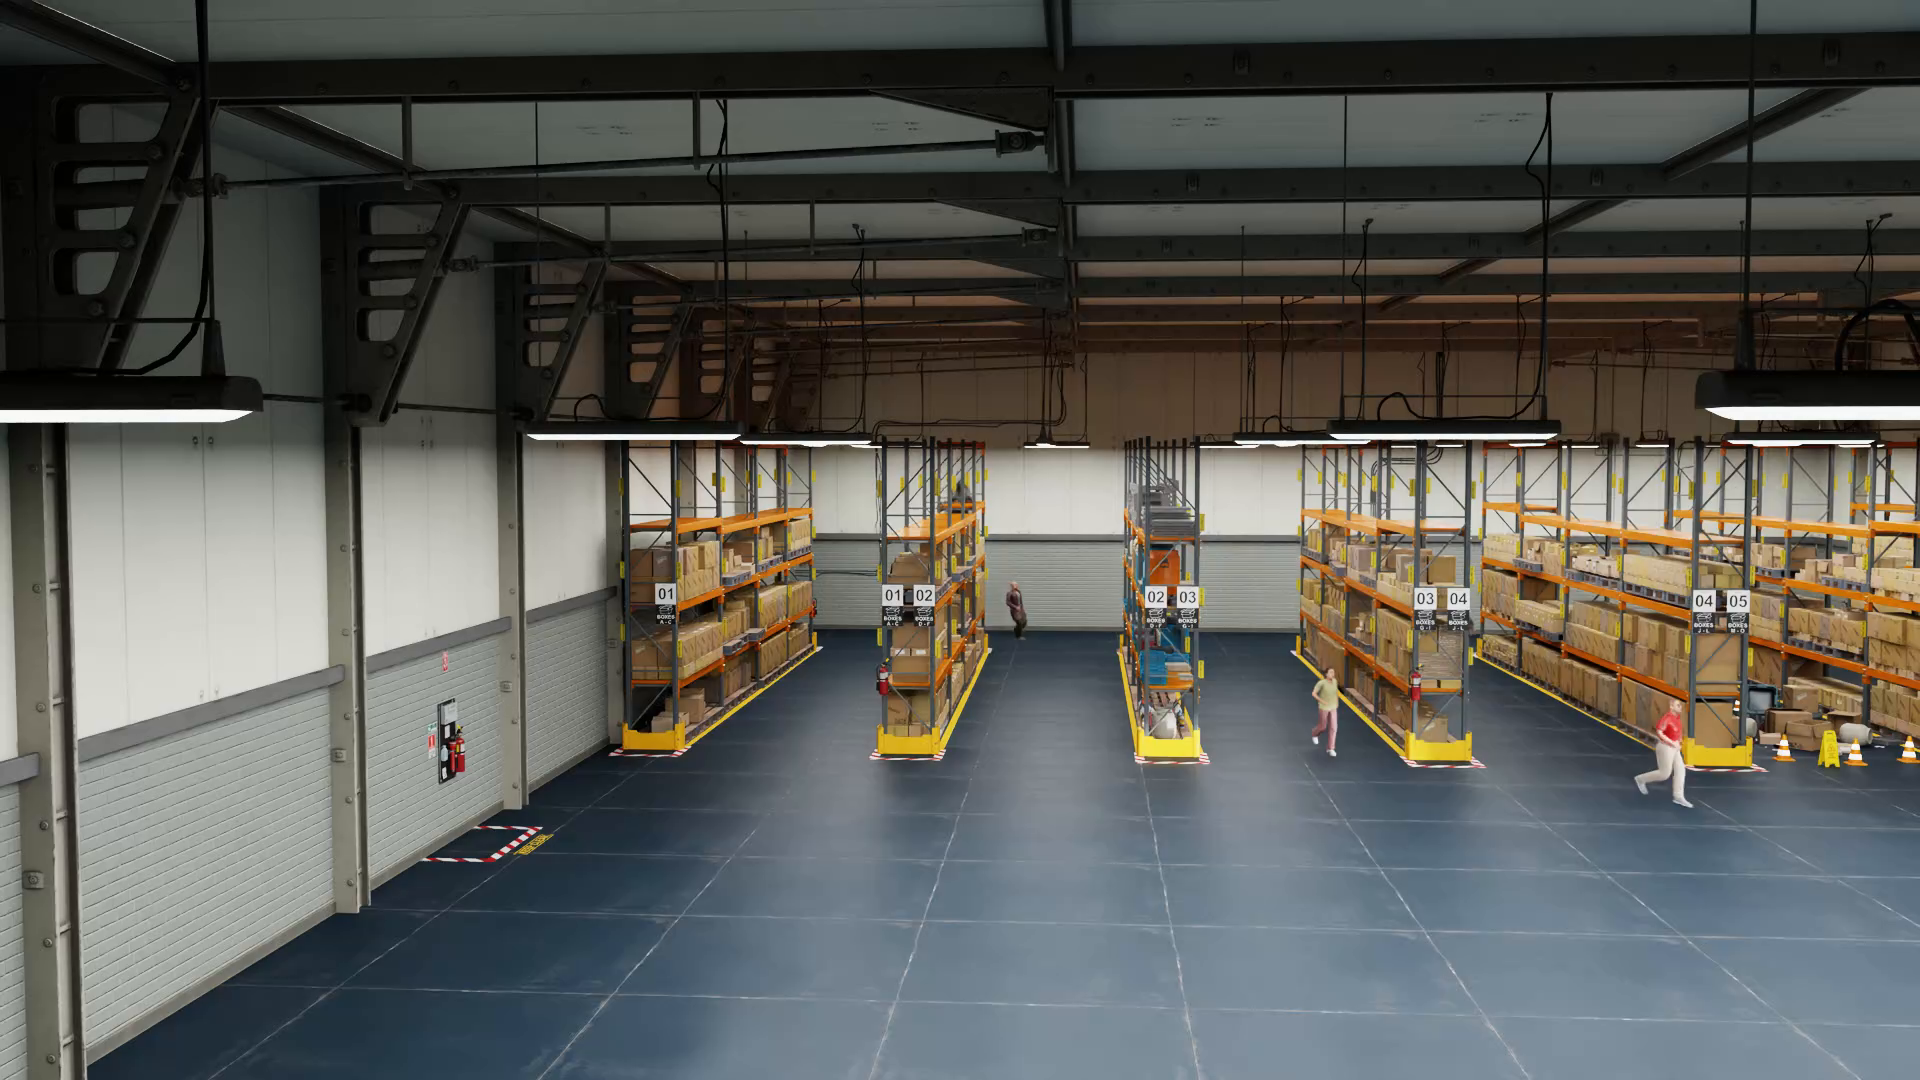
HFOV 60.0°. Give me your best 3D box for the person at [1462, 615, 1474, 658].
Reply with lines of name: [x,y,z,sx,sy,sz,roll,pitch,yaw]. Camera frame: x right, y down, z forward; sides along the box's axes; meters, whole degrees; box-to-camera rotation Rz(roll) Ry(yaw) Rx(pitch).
person: [13.076,2.557,43.377,0.670,1.725,0.896,0,3,6]

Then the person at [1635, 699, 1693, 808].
person: [11.481,3.434,27.036,0.937,1.723,0.686,3,4,43]

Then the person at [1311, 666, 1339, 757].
person: [6.950,3.212,31.543,0.601,1.661,0.948,-1,3,-18]

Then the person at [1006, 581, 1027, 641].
person: [1.634,2.042,47.734,0.695,1.710,0.531,-3,4,-44]
